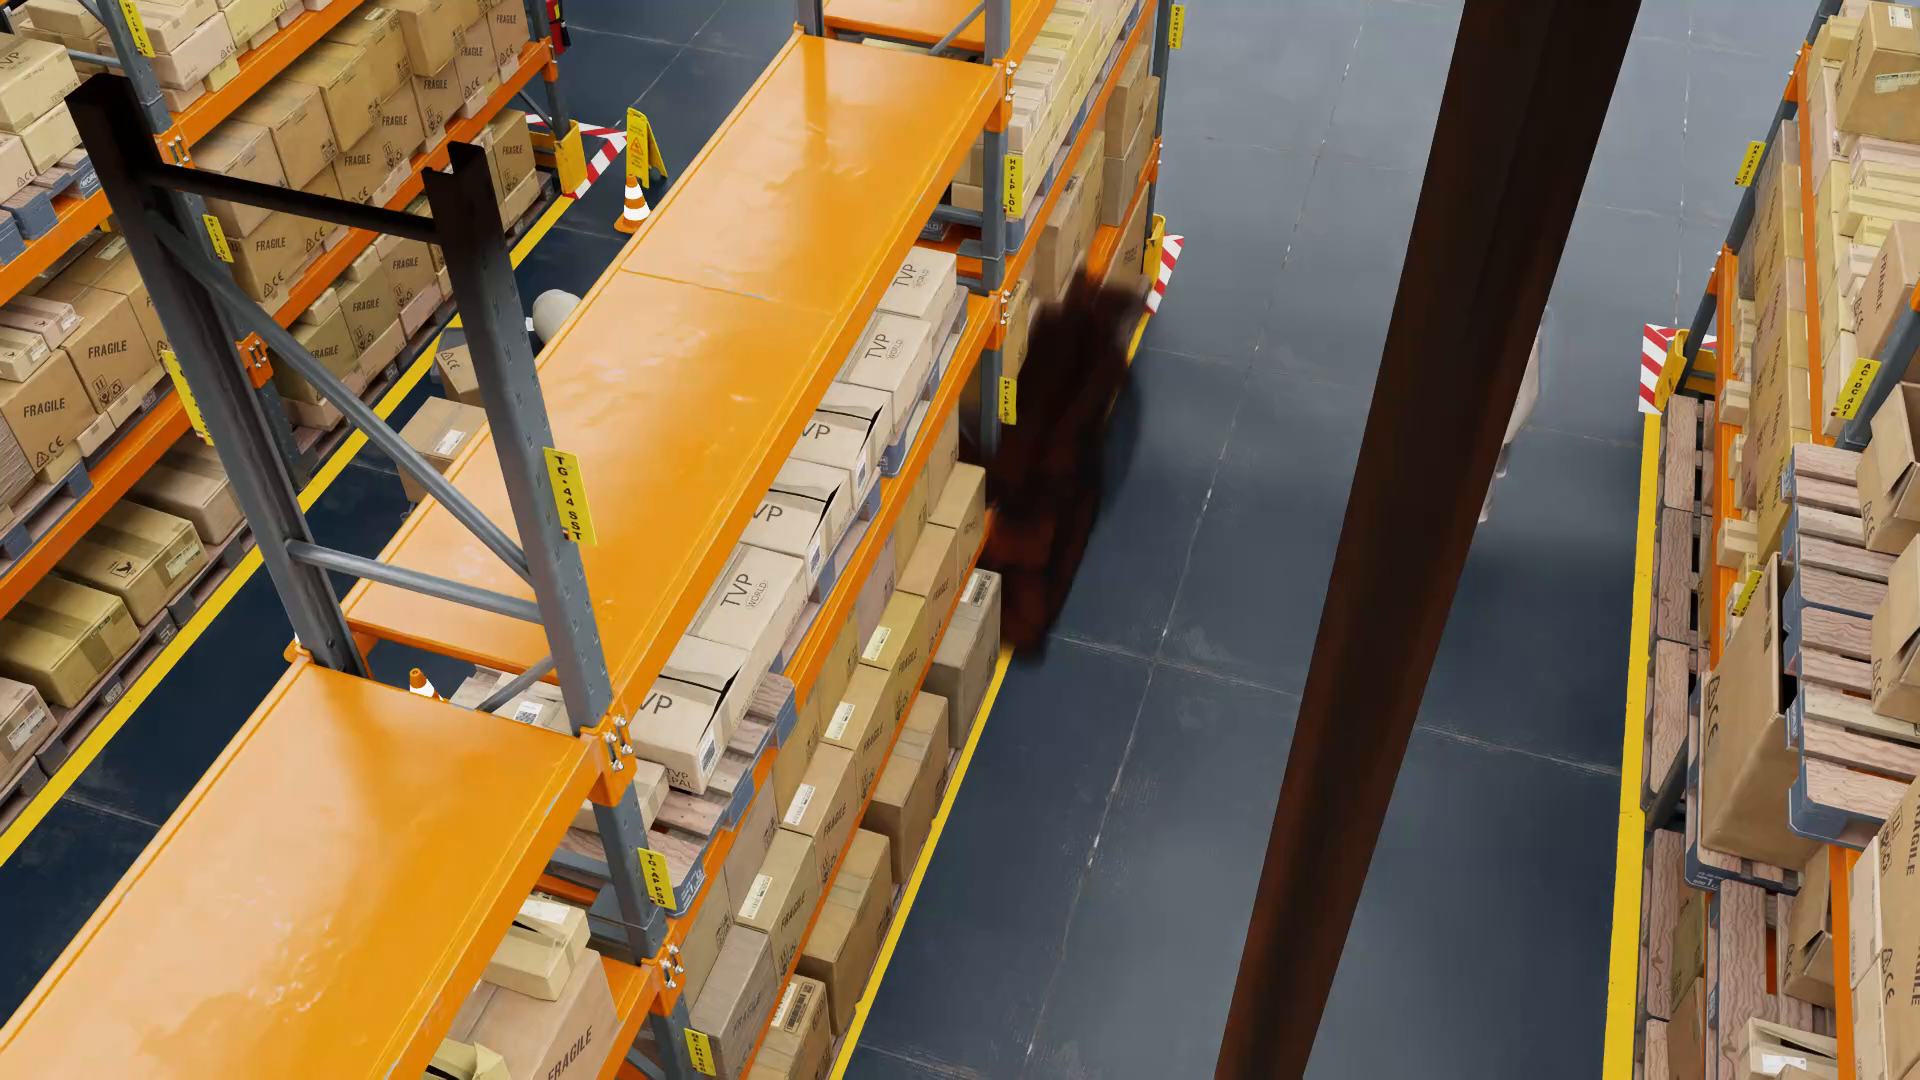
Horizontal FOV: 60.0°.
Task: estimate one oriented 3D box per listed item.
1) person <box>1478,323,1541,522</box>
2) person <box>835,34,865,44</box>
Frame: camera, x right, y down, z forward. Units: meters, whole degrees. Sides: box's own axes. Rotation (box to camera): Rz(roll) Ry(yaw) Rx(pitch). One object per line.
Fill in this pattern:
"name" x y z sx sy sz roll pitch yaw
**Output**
"person" 3.376 -0.951 10.423 0.474 1.766 0.685 30 53 26
"person" -0.857 -4.344 14.225 0.969 1.596 0.404 -2 46 -2
